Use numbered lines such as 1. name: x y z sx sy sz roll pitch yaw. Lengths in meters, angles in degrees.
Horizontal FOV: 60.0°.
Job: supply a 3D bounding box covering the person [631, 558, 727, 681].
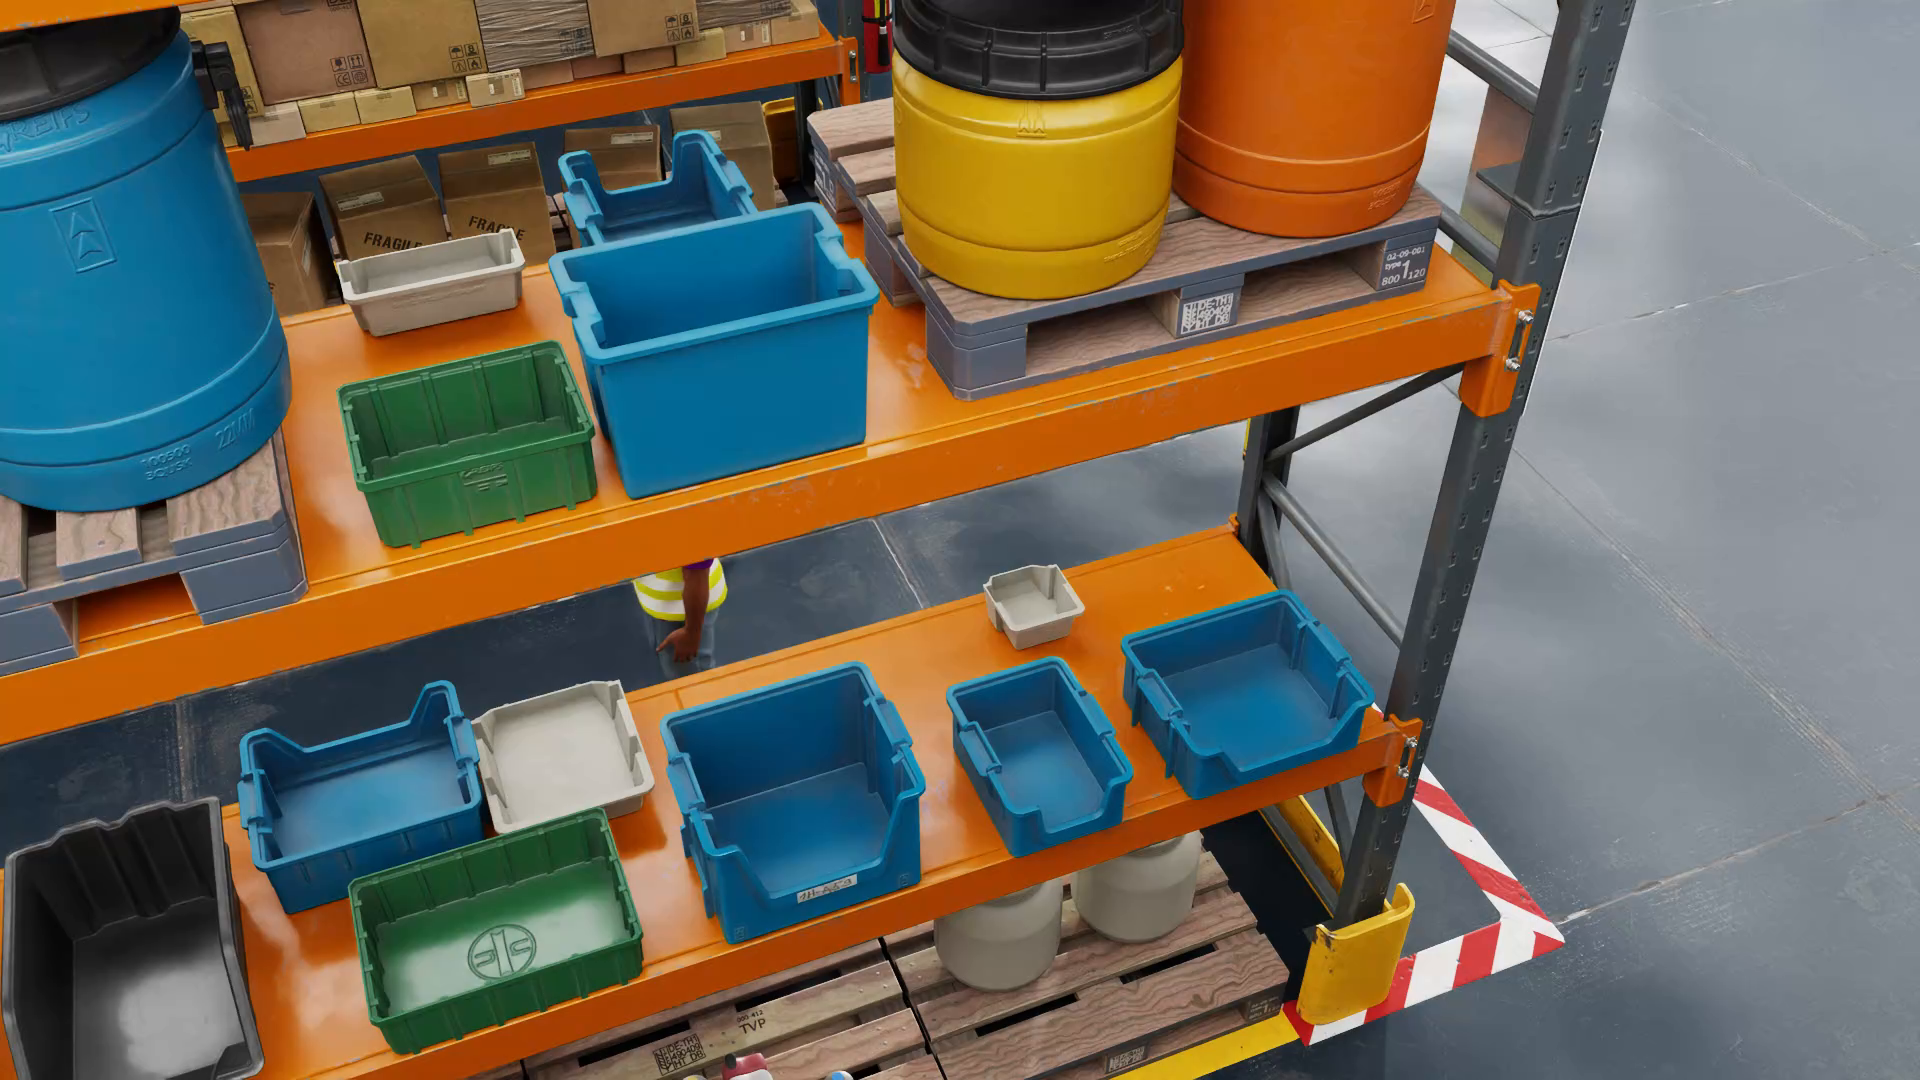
1. person: -1.008 0.169 5.952 0.366 1.762 0.565 -14 43 -16
